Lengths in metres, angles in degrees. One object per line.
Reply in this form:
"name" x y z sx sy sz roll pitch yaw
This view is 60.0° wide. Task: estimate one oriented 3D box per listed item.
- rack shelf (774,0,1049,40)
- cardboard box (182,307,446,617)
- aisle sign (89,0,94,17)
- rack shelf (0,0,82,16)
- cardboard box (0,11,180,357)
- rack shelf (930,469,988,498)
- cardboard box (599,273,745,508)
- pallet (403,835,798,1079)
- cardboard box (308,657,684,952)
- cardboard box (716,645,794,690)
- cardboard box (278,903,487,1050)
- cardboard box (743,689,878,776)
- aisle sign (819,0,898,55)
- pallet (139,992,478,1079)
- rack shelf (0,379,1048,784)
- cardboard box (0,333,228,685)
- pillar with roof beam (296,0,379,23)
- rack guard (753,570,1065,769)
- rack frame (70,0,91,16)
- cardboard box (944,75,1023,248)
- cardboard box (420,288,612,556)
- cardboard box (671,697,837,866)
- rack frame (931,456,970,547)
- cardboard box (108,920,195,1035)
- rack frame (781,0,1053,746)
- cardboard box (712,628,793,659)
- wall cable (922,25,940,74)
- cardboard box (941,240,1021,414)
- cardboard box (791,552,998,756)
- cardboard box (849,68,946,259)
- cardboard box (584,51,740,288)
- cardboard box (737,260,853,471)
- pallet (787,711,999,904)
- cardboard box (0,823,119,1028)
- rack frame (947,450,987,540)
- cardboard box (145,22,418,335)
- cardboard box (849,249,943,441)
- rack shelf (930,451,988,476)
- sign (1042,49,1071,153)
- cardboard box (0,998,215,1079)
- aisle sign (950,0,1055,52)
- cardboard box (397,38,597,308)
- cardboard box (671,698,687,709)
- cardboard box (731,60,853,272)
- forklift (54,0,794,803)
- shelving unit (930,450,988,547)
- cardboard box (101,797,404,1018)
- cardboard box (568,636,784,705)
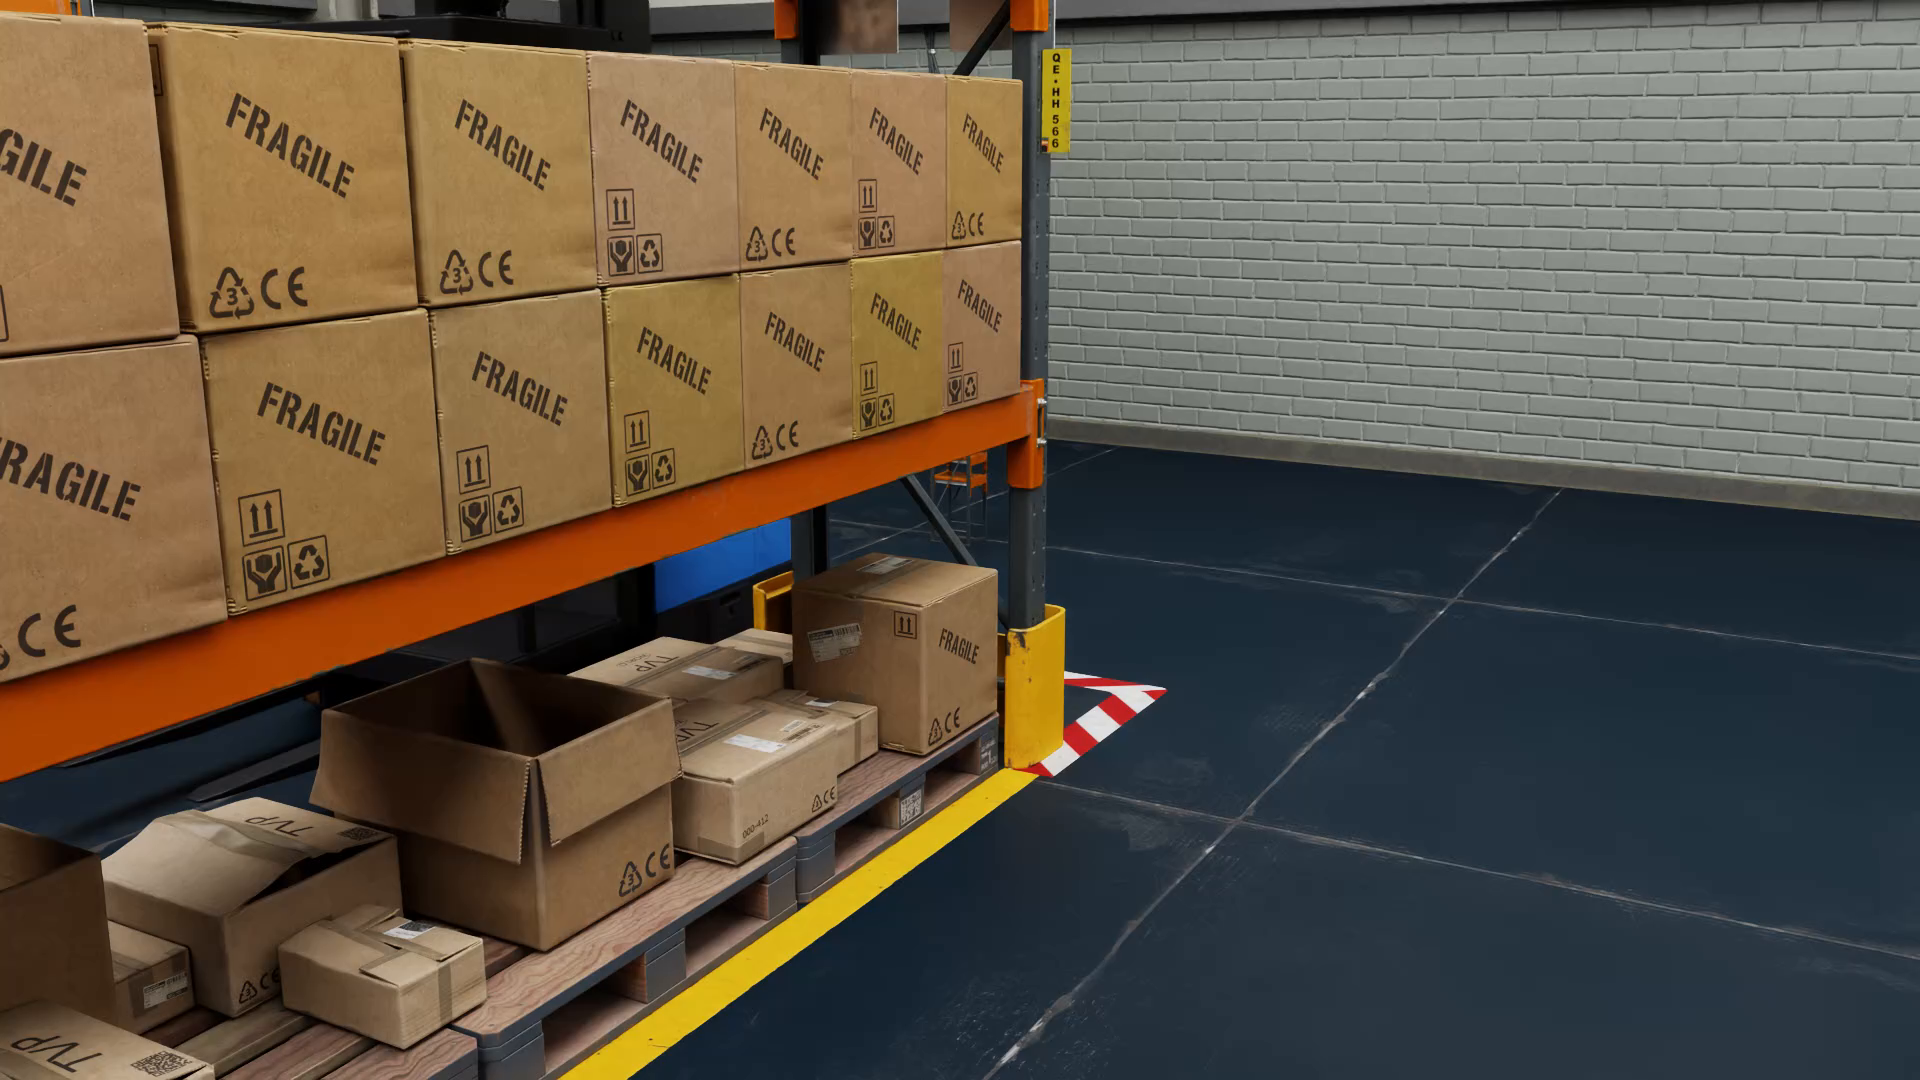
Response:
"rack shelf" -1.130 -1.476 3.891 1.077 0.370 4.000 7 15 28
"cardboard box" -1.367 -0.185 3.187 0.500 0.500 0.500 8 16 29
"aisle sign" -4.204 -2.583 7.801 0.394 0.787 0.004 7 15 28
"rack shelf" -5.468 -2.037 6.216 1.077 0.370 4.000 7 15 28
"cardboard box" -1.622 -0.557 2.596 0.500 0.500 0.500 8 16 29
"rack shelf" -0.007 -0.304 8.947 0.258 0.103 0.180 7 15 28
"cardboard box" -0.879 -0.392 4.045 0.500 0.500 0.500 7 15 27
"pallet" -1.175 1.006 4.409 1.003 0.211 1.213 7 15 28
"cardboard box" -1.193 0.656 4.298 0.797 0.503 0.637 7 15 28
"cardboard box" -0.787 0.484 5.733 0.380 0.166 0.250 7 15 28
"cardboard box" -1.295 0.966 3.733 0.380 0.166 0.250 7 15 28
"cardboard box" -0.485 0.598 5.260 0.380 0.166 0.250 7 15 28
"aisle sign" -0.387 -2.089 5.752 0.394 0.787 0.004 7 15 28
"pallet" -1.764 1.258 3.367 1.003 0.211 1.213 7 15 28
"rack shelf" -1.130 -0.018 4.242 1.077 0.370 4.000 7 15 28
"cardboard box" -1.612 -0.080 2.750 0.500 0.500 0.500 8 16 30
"pillar with roof beam" -0.184 -4.419 8.163 9.100 9.000 0.400 7 15 28
"rack guard" -0.200 0.453 6.088 1.175 0.500 0.348 7 15 28
"rack frame" -4.501 -1.338 8.185 1.000 3.000 0.127 7 15 28
"cardboard box" -0.137 -1.190 5.223 0.500 0.500 0.500 7 15 28
"cardboard box" -1.123 -0.287 3.612 0.500 0.500 0.500 7 15 28
"cardboard box" -0.696 0.676 4.758 0.500 0.250 0.500 7 15 28
"rack frame" -0.051 -0.562 8.803 0.240 1.200 0.006 7 15 28
"cardboard box" -1.941 0.982 3.704 0.380 0.149 0.250 7 15 28
"rack frame" -0.163 -0.778 5.860 1.000 3.000 0.127 7 15 28
"cardboard box" -0.666 0.441 5.948 0.380 0.149 0.250 7 15 28
"wall cable" -1.454 -3.865 12.491 3.097 2.526 0.112 7 15 28
"cardboard box" -0.141 -0.704 5.339 0.500 0.500 0.500 8 16 30
"cardboard box" -0.210 0.363 5.523 0.500 0.500 0.500 7 15 28
"cardboard box" -0.381 -1.086 4.793 0.500 0.500 0.500 8 16 30
"cardboard box" -0.876 -0.874 3.912 0.500 0.500 0.500 8 16 30
"cardboard box" -0.635 -0.495 4.474 0.500 0.500 0.500 8 15 28
"pallet" -0.584 0.757 5.443 1.003 0.211 1.213 7 15 28
"cardboard box" -2.069 0.895 3.316 0.500 0.500 0.500 7 15 28
"rack frame" 0.037 -0.599 8.958 0.240 1.200 0.006 7 15 28
"cardboard box" -1.373 -0.663 3.035 0.500 0.500 0.500 7 15 26
"cardboard box" -0.389 -0.597 4.896 0.500 0.500 0.500 8 15 29
"rack shelf" -0.007 -0.420 8.919 0.258 0.103 0.180 7 15 28
"sign" 0.313 -1.427 5.410 0.100 0.325 0.005 7 15 28
"cardboard box" -1.704 1.074 2.975 0.500 0.311 0.500 7 15 28
"aisle sign" 0.138 -2.021 5.470 0.394 0.787 0.004 7 15 28
"cardboard box" -1.124 -0.768 3.473 0.500 0.500 0.500 7 15 26
"cardboard box" -1.157 0.629 4.950 0.500 0.250 0.500 7 15 28
"cardboard box" -0.627 -0.979 4.350 0.500 0.500 0.500 8 16 30
"forklift" -1.847 -0.790 6.058 1.130 2.935 3.031 7 15 26
"shelving unit" -0.007 -0.580 8.881 0.258 1.200 0.189 7 15 28
"cardboard box" -1.707 0.833 3.976 0.500 0.311 0.500 7 15 28
"cardboard box" -0.916 0.527 5.376 0.500 0.250 0.500 7 15 28
